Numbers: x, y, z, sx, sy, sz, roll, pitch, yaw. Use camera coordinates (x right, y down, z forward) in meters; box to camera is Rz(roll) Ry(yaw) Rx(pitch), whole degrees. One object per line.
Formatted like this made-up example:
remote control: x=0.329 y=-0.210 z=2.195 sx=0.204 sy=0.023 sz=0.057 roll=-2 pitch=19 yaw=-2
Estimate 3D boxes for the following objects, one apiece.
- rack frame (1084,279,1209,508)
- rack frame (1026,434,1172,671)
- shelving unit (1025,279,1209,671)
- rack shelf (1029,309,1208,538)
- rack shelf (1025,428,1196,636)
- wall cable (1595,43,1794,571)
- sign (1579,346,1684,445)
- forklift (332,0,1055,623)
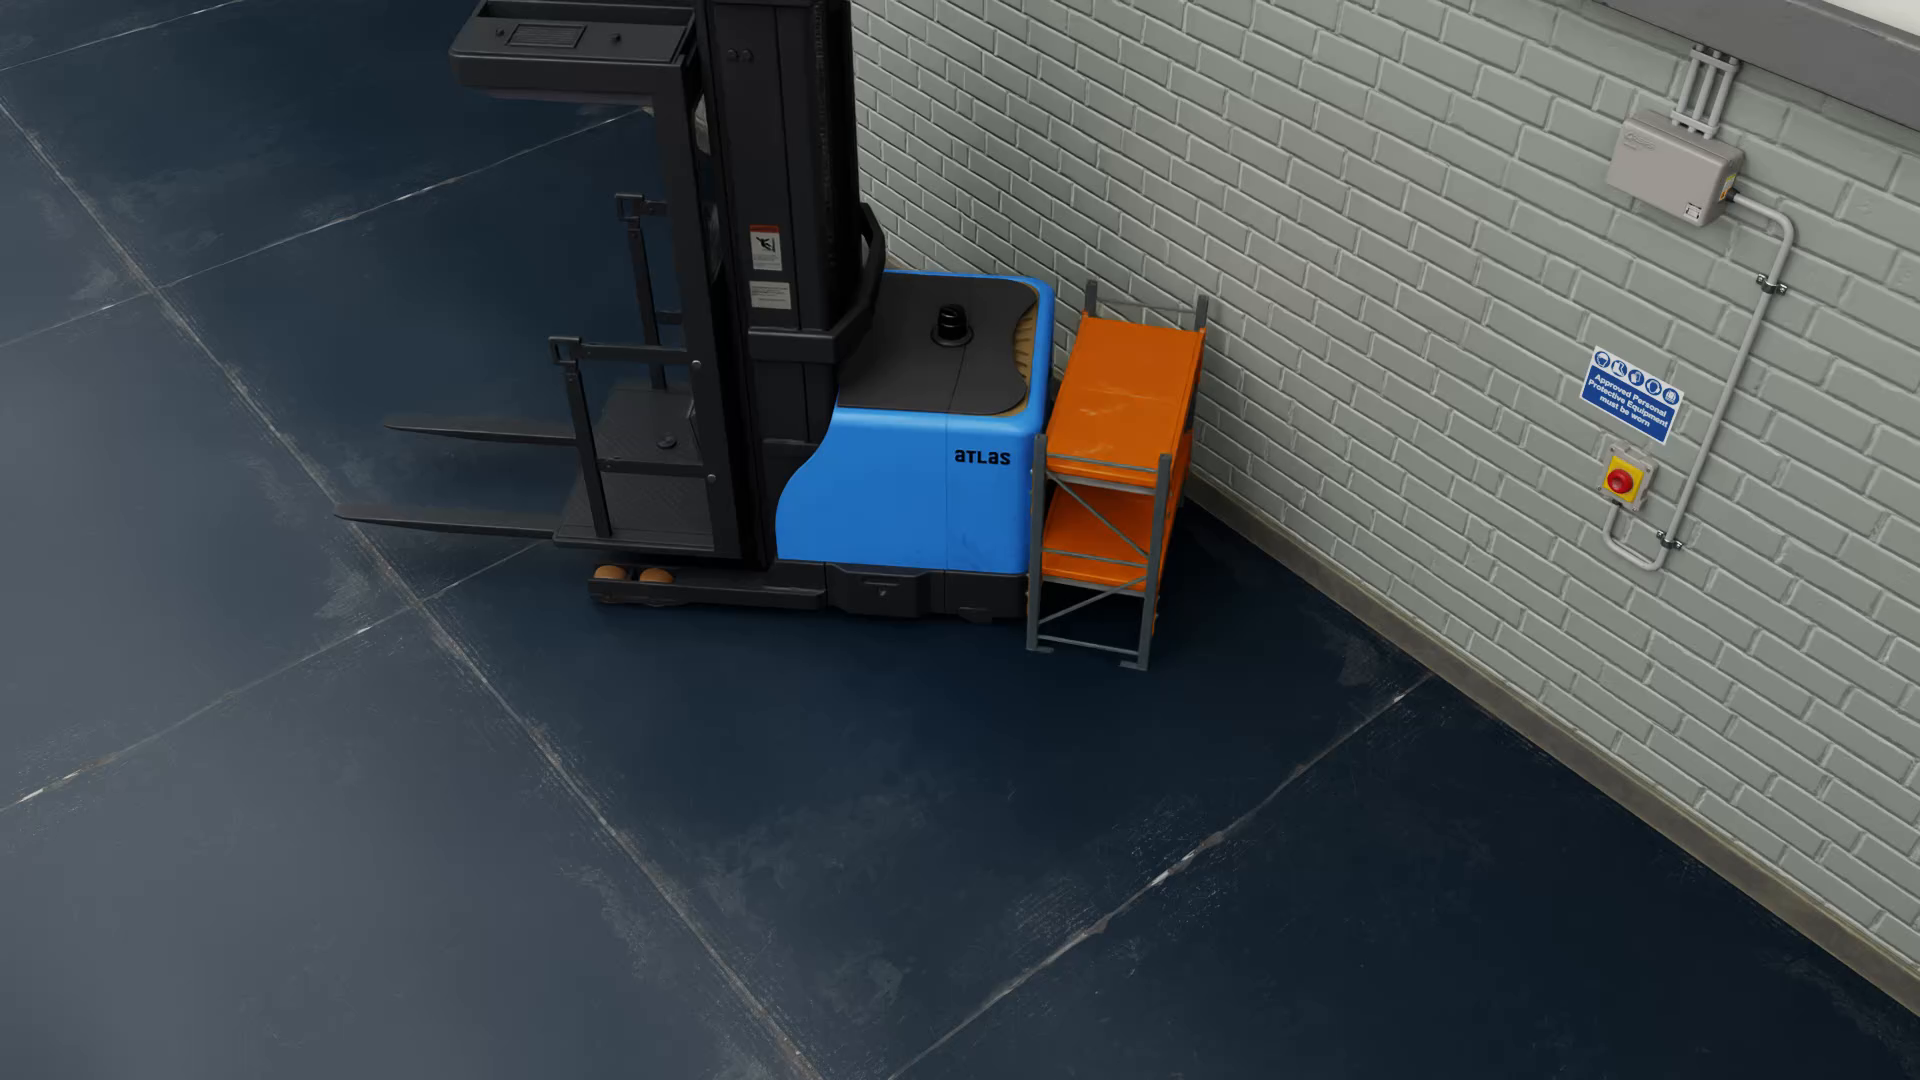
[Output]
rack frame: x=0.759 y=-0.605 z=7.126 sx=0.500 sy=1.125 sz=0.032 roll=9 pitch=44 yaw=10
rack frame: x=0.518 y=0.072 z=6.406 sx=0.500 sy=1.125 sz=0.032 roll=9 pitch=44 yaw=10
shelving unit: x=0.639 y=-0.266 z=6.766 sx=0.538 sy=1.125 sz=1.048 roll=9 pitch=44 yaw=10
rack shelf: x=0.639 y=-0.480 z=6.565 sx=0.538 sy=0.278 sz=1.000 roll=9 pitch=44 yaw=10
rack shelf: x=0.639 y=-0.088 z=6.933 sx=0.538 sy=0.278 sz=1.000 roll=9 pitch=44 yaw=10
wall cable: x=2.167 y=-0.703 z=5.096 sx=0.123 sy=1.953 sz=0.585 roll=-30 pitch=51 yaw=-28
sign: x=2.183 y=-0.472 z=5.418 sx=0.001 sy=0.218 sz=0.327 roll=-30 pitch=51 yaw=-28
forklift: x=-1.142 y=-1.144 z=6.380 sx=3.031 sy=2.935 sz=1.130 roll=4 pitch=43 yaw=4
